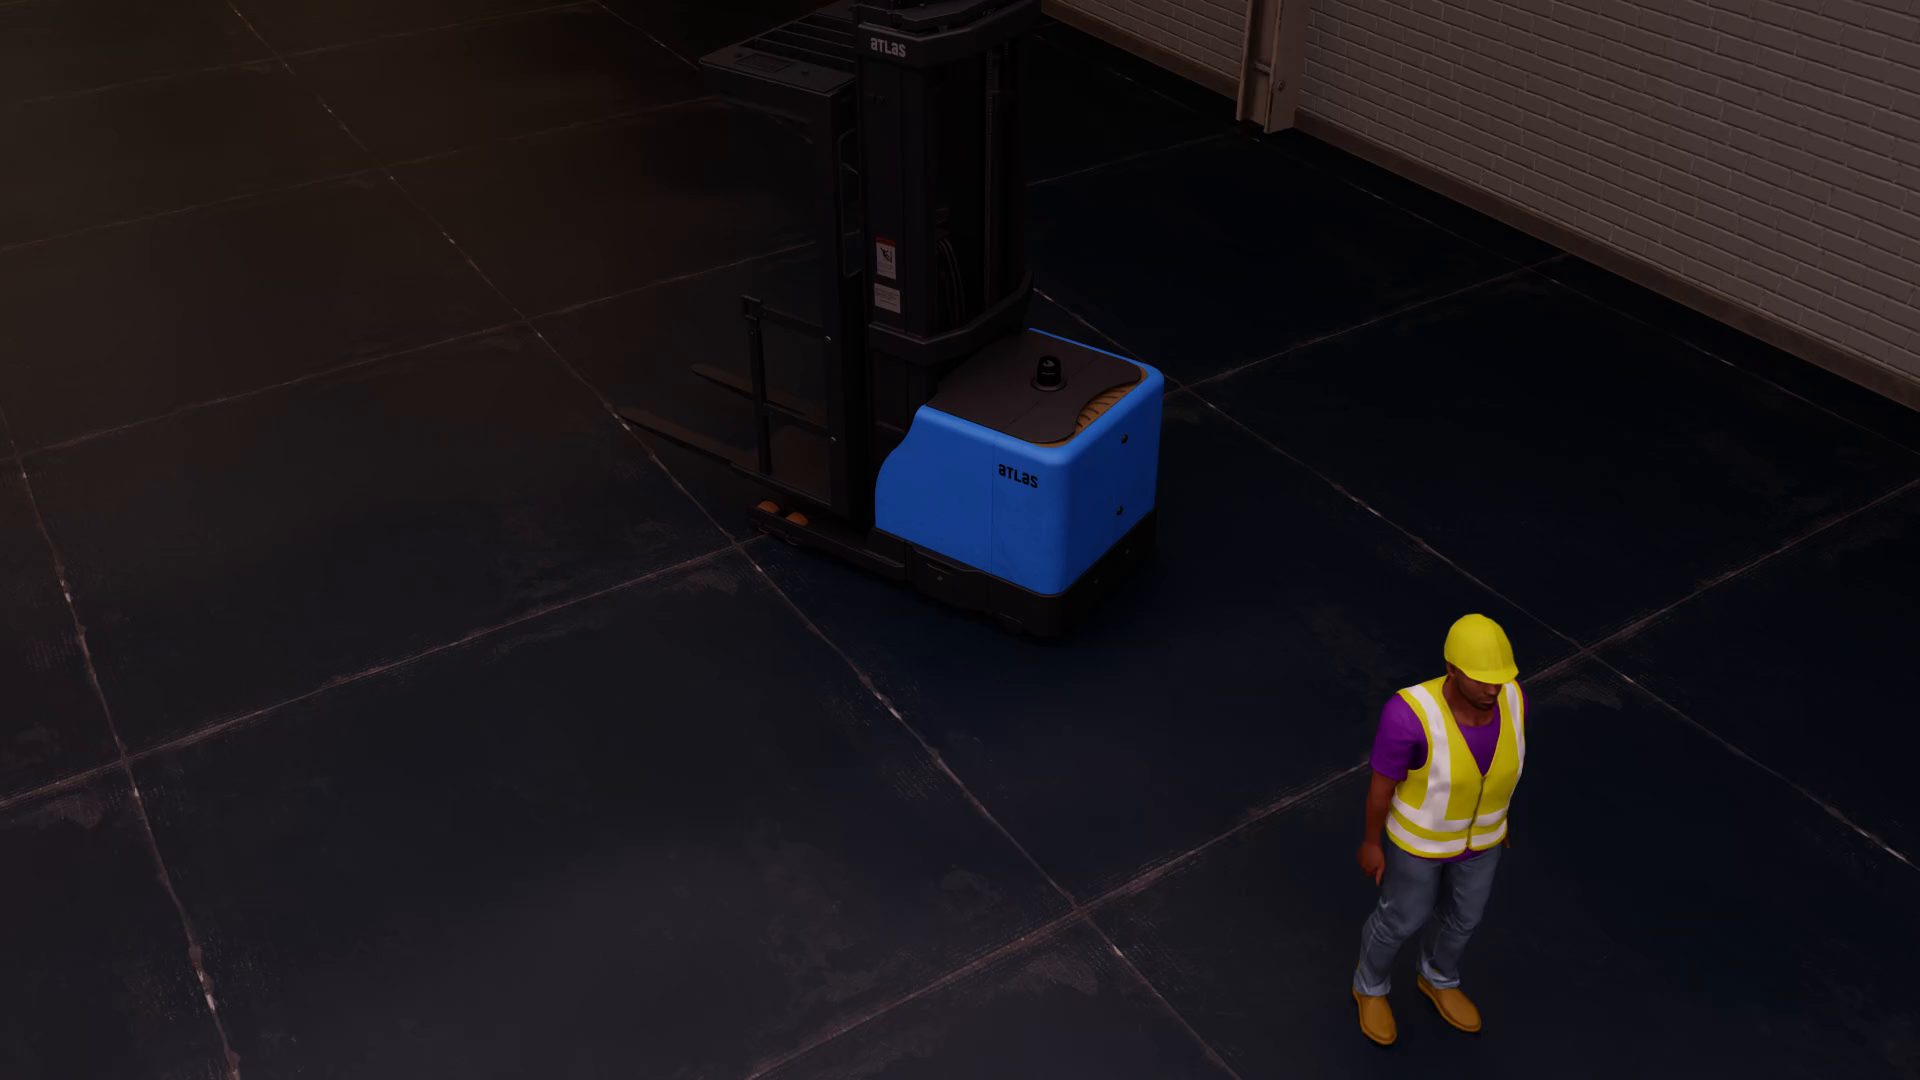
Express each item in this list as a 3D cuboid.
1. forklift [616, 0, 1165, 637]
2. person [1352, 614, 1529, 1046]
[{"bbox_3d":[-0.500,-1.399,8.138,3.031,2.935,1.130,22,41,28],"label":"forklift"},{"bbox_3d":[1.662,1.016,5.719,0.586,1.768,0.403,-9,36,-13],"label":"person"}]
